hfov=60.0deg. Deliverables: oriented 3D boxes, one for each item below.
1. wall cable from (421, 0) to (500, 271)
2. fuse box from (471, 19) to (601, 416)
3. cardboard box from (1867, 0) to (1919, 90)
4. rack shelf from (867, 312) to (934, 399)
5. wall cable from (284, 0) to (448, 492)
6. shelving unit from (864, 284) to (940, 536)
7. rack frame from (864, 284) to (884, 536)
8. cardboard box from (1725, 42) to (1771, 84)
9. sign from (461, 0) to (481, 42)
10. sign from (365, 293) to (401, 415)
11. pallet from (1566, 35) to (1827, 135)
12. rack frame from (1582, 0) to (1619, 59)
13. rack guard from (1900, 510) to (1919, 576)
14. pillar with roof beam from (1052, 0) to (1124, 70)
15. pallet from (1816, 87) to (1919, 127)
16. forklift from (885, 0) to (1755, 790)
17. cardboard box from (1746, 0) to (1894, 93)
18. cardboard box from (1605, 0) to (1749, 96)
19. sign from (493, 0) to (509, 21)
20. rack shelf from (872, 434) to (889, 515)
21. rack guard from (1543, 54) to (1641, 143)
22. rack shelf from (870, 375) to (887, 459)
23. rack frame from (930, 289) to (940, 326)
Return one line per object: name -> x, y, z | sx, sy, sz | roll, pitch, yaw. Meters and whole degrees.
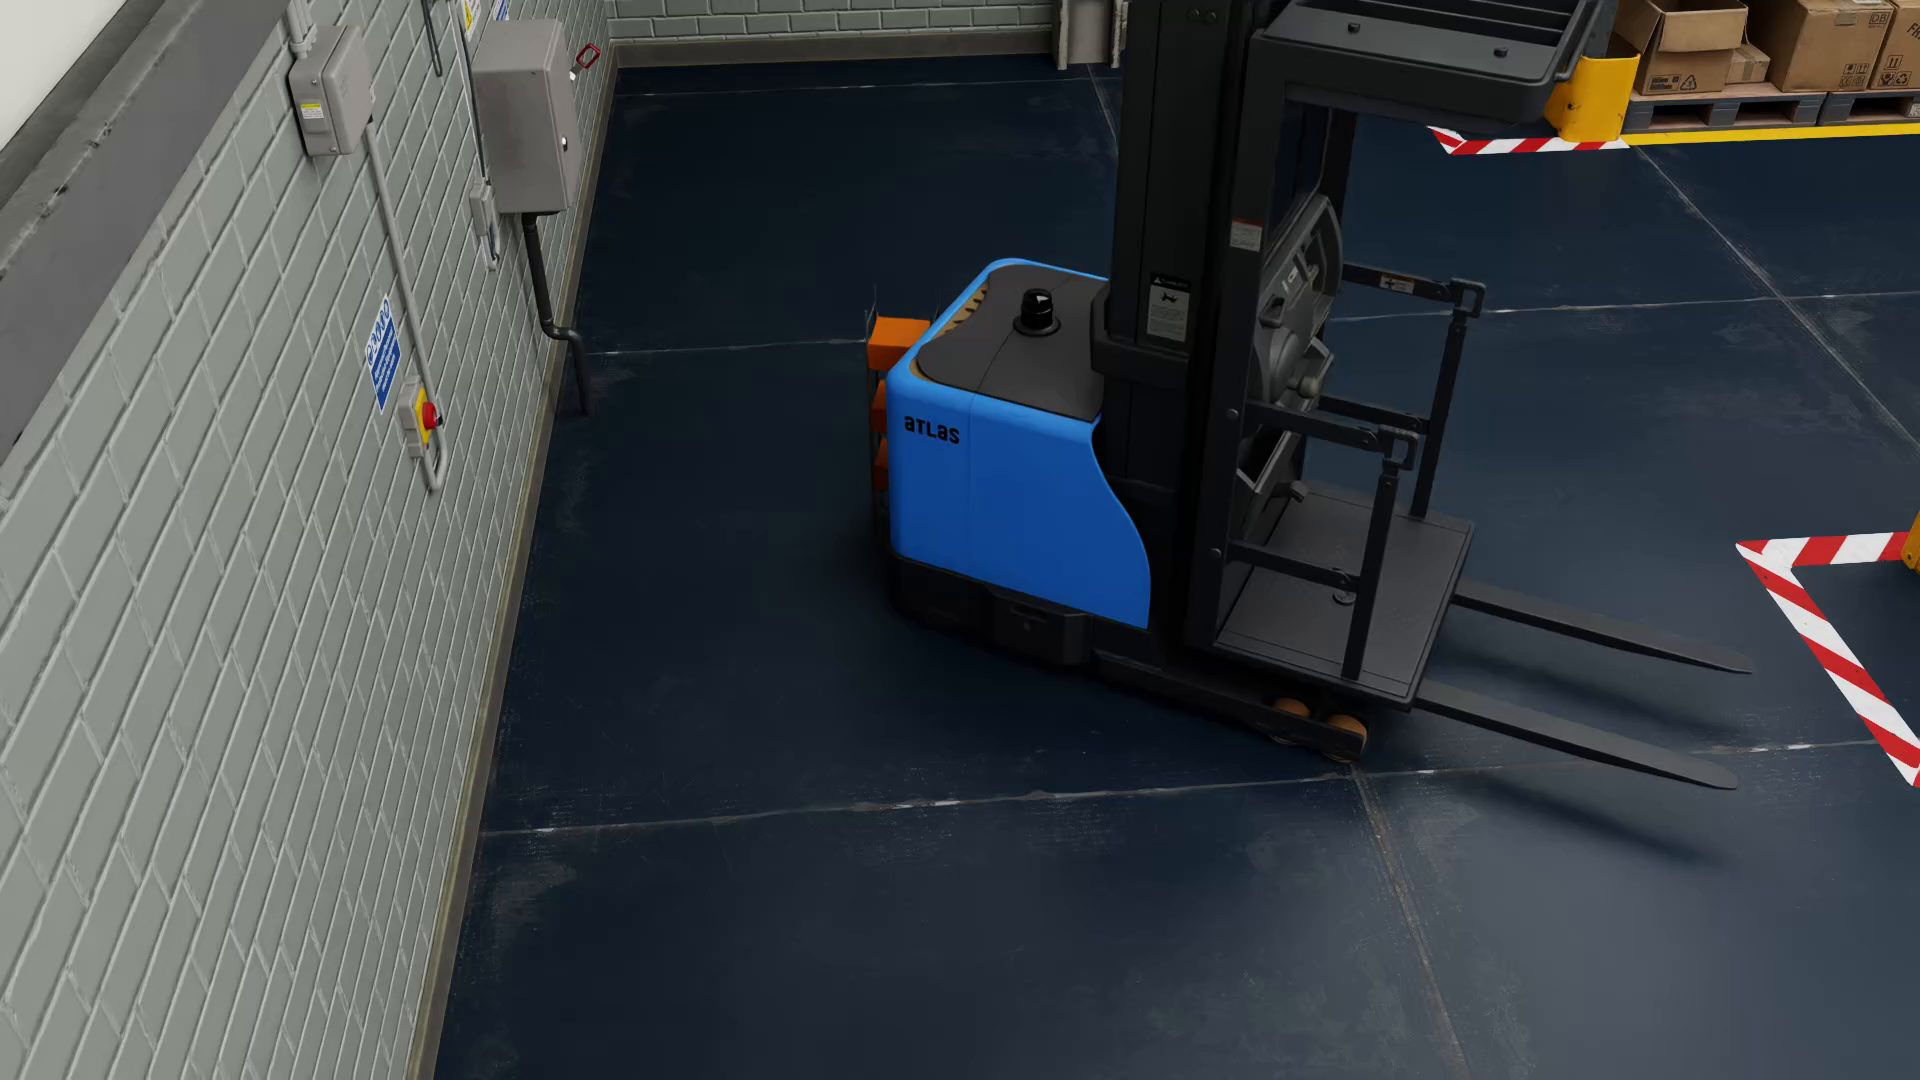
wall cable -> -1.742, -1.739, 5.713 | 0.122, 1.984, 0.588 | -3, 38, -4
fuse box -> -1.645, -1.264, 6.971 | 0.414, 1.711, 0.539 | -3, 38, -4
cardboard box -> 5.575, -3.001, 9.811 | 0.500, 0.500, 0.500 | -2, 38, -3
rack shelf -> -0.214, -0.695, 6.343 | 0.240, 0.259, 0.215 | 5, 39, 6
wall cable -> -1.604, -0.877, 4.595 | 0.123, 1.953, 0.585 | -3, 38, -4
shelving unit -> -0.214, -0.481, 6.512 | 0.252, 1.050, 0.215 | 5, 39, 6
rack frame -> -0.335, -0.491, 6.525 | 0.008, 1.050, 0.200 | 5, 39, 6
cardboard box -> 4.611, -2.872, 9.931 | 0.250, 0.149, 0.380 | -5, 39, -6
sign -> -1.847, -2.049, 6.259 | 0.001, 0.242, 0.339 | -3, 38, -4
sign -> -1.661, -0.539, 4.793 | 0.001, 0.218, 0.327 | -3, 38, -4
pallet -> 4.436, -2.806, 10.136 | 1.213, 0.211, 1.003 | -3, 38, -4
rack frame -> 3.567, -3.852, 9.211 | 0.127, 3.000, 1.000 | -3, 38, -4
rack guard -> 3.986, 0.193, 6.102 | 0.348, 0.500, 1.175 | -3, 38, -4
pillar with roof beam -> 1.182, -3.959, 4.503 | 0.400, 9.000, 9.100 | -3, 38, -4
pallet -> 5.649, -2.871, 10.218 | 1.213, 0.211, 1.003 | -3, 38, -4
forklift -> 1.283, -0.757, 5.344 | 3.031, 2.935, 1.130 | 16, 41, 20
cardboard box -> 5.039, -3.034, 9.852 | 0.500, 0.500, 0.700 | -2, 38, -2
cardboard box -> 4.184, -3.012, 9.822 | 0.637, 0.503, 0.797 | -5, 39, -6
sign -> -1.895, -2.026, 6.973 | 0.001, 0.494, 0.329 | -3, 38, -4
rack shelf -> -0.214, -0.254, 6.691 | 0.240, 0.259, 0.215 | 5, 39, 6
rack guard -> 3.642, -2.875, 9.990 | 0.348, 0.500, 1.175 | -3, 38, -4
rack shelf -> -0.214, -0.473, 6.519 | 0.240, 0.259, 0.215 | 5, 39, 6
rack frame -> -0.093, -0.471, 6.499 | 0.008, 1.050, 0.200 | 5, 39, 6
